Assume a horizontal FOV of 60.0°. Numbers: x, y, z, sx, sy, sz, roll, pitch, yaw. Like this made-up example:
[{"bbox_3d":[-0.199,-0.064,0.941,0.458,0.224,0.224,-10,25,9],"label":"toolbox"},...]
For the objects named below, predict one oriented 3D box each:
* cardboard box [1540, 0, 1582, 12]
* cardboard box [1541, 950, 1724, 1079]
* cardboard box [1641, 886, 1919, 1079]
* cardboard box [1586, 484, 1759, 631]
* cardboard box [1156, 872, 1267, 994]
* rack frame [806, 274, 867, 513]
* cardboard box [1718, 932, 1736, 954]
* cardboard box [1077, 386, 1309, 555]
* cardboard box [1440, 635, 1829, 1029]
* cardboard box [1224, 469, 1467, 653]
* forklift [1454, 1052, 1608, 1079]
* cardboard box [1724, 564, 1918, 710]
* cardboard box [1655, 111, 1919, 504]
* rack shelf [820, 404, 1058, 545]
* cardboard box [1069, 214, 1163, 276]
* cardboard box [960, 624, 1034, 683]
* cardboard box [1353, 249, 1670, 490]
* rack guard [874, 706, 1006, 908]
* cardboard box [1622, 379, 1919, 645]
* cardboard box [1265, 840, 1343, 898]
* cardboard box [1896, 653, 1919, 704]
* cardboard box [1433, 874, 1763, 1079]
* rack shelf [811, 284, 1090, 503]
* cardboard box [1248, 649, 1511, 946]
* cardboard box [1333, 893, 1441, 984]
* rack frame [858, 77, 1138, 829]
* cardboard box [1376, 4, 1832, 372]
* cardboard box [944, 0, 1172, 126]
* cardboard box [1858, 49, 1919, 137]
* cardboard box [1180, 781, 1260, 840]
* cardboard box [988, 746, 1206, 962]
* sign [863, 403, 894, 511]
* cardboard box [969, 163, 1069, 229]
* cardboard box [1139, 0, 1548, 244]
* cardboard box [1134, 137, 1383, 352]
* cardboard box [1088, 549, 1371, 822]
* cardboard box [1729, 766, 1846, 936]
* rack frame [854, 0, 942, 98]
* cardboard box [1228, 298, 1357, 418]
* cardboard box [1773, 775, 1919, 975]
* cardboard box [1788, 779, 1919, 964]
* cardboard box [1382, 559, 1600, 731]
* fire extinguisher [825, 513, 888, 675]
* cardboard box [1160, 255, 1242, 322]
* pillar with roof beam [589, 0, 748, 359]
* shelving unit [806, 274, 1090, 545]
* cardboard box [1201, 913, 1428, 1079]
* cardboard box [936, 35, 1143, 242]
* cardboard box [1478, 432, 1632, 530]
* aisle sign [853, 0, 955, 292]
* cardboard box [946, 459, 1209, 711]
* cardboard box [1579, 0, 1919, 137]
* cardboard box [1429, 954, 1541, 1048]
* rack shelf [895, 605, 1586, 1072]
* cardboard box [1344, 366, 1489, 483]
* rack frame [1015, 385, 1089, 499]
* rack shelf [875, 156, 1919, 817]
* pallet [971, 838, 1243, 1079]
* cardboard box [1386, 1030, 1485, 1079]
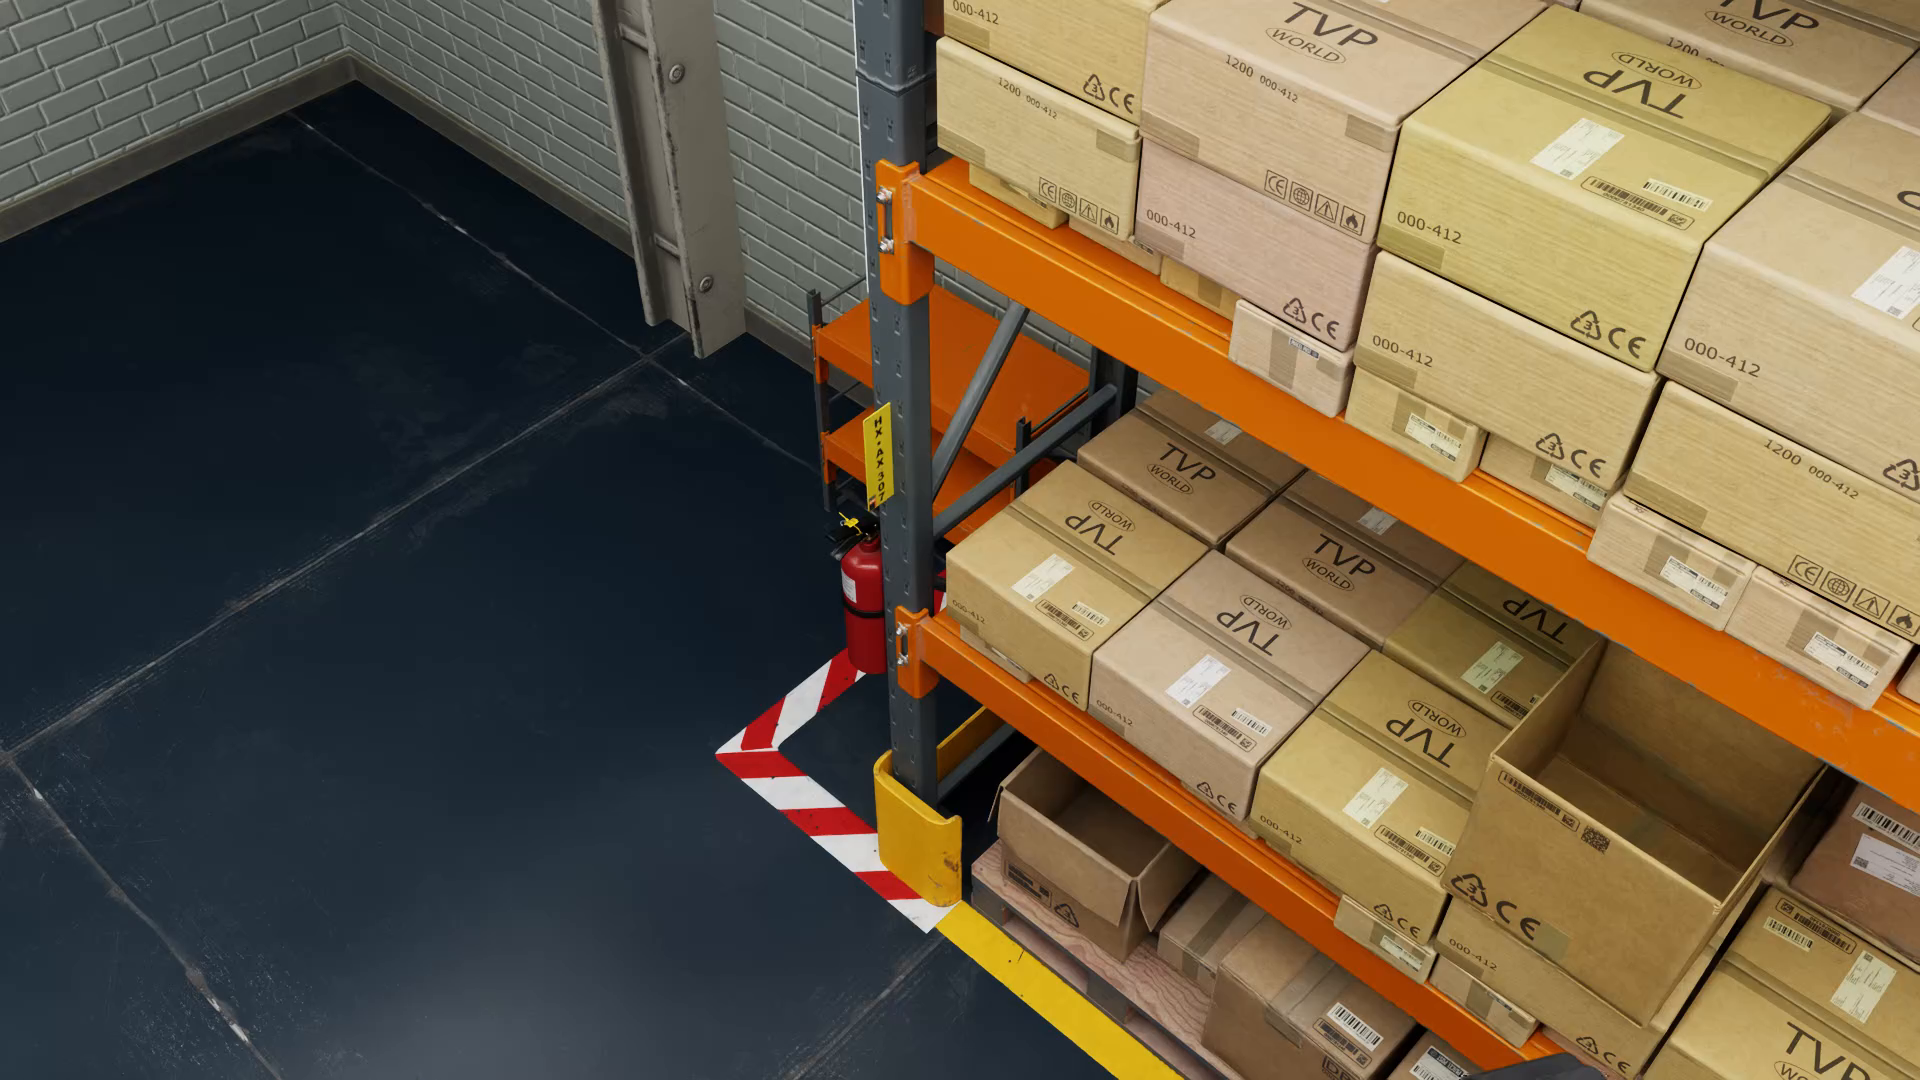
[{"bbox_3d":[1.059,-1.128,3.249,0.500,0.250,0.500,32,55,27],"label":"cardboard box"},{"bbox_3d":[1.573,1.062,3.868,0.250,0.149,0.380,34,55,28],"label":"cardboard box"},{"bbox_3d":[1.825,1.106,3.553,0.500,0.250,0.500,34,55,27],"label":"cardboard box"},{"bbox_3d":[1.298,-0.056,2.859,0.250,0.149,0.380,34,55,28],"label":"cardboard box"},{"bbox_3d":[0.832,1.209,5.225,0.250,0.149,0.380,32,54,26],"label":"cardboard box"},{"bbox_3d":[-0.380,-0.638,6.578,0.032,1.125,0.500,34,55,28],"label":"rack frame"},{"bbox_3d":[1.876,0.807,4.107,0.250,0.149,0.380,36,56,29],"label":"cardboard box"},{"bbox_3d":[0.679,-0.172,4.753,0.500,0.250,0.500,36,56,29],"label":"cardboard box"},{"bbox_3d":[1.414,0.596,3.517,0.500,0.500,0.500,35,56,28],"label":"cardboard box"},{"bbox_3d":[1.057,0.083,4.513,0.500,0.250,0.500,34,55,28],"label":"cardboard box"},{"bbox_3d":[0.906,2.228,2.647,1.130,2.935,3.031,-29,53,-24],"label":"forklift"},{"bbox_3d":[1.484,0.065,2.746,0.250,0.149,0.380,35,56,28],"label":"cardboard box"},{"bbox_3d":[1.437,-0.352,2.521,0.500,0.250,0.500,35,56,29],"label":"cardboard box"},{"bbox_3d":[-0.005,-0.220,6.520,1.000,0.278,0.538,34,55,28],"label":"rack shelf"},{"bbox_3d":[0.448,-0.750,3.511,0.250,0.149,0.380,35,56,28],"label":"cardboard box"},{"bbox_3d":[0.216,0.189,4.688,0.250,0.149,0.380,34,55,27],"label":"cardboard box"},{"bbox_3d":[1.057,-0.418,2.927,0.500,0.250,0.500,32,55,27],"label":"cardboard box"},{"bbox_3d":[0.217,0.686,5.763,0.348,0.500,1.175,34,55,28],"label":"rack guard"},{"bbox_3d":[1.453,-0.175,2.698,0.500,0.250,0.500,33,55,27],"label":"cardboard box"},{"bbox_3d":[0.995,0.687,4.220,0.250,0.149,0.380,35,56,28],"label":"cardboard box"},{"bbox_3d":[1.723,0.157,2.659,0.250,0.149,0.380,34,56,28],"label":"cardboard box"},{"bbox_3d":[1.447,0.851,3.793,0.500,0.250,0.500,33,55,27],"label":"cardboard box"},{"bbox_3d":[-0.005,-0.588,6.129,1.000,0.278,0.538,34,55,28],"label":"rack shelf"},{"bbox_3d":[1.057,0.609,4.019,0.500,0.250,0.500,33,55,27],"label":"cardboard box"},{"bbox_3d":[1.129,0.852,4.065,0.250,0.149,0.380,32,55,27],"label":"cardboard box"},{"bbox_3d":[0.161,-0.207,4.887,0.127,3.000,1.000,34,55,28],"label":"rack frame"},{"bbox_3d":[1.056,-0.599,2.753,0.500,0.250,0.500,33,55,27],"label":"cardboard box"},{"bbox_3d":[0.317,-1.101,3.225,0.500,0.250,0.500,33,55,27],"label":"cardboard box"},{"bbox_3d":[1.794,-0.617,2.770,0.500,0.250,0.500,34,55,28],"label":"cardboard box"},{"bbox_3d":[0.796,0.559,4.340,0.250,0.149,0.380,36,56,29],"label":"cardboard box"},{"bbox_3d":[0.546,0.857,5.312,0.637,0.503,0.797,32,54,26],"label":"cardboard box"},{"bbox_3d":[-0.207,-0.213,4.298,0.005,0.325,0.100,34,55,28],"label":"sign"},{"bbox_3d":[0.237,-0.866,3.620,0.250,0.149,0.380,35,56,28],"label":"cardboard box"},{"bbox_3d":[0.678,-0.840,2.979,0.500,0.250,0.500,34,55,27],"label":"cardboard box"},{"bbox_3d":[0.689,-0.678,3.170,0.500,0.250,0.500,35,56,28],"label":"cardboard box"},{"bbox_3d":[0.682,0.360,4.253,0.500,0.250,0.500,35,56,28],"label":"cardboard box"},{"bbox_3d":[1.802,0.589,4.038,0.500,0.250,0.500,34,55,28],"label":"cardboard box"},{"bbox_3d":[0.161,-2.260,2.700,0.127,3.000,1.000,34,55,28],"label":"rack frame"},{"bbox_3d":[0.738,-0.436,3.216,0.250,0.149,0.380,35,56,28],"label":"cardboard box"},{"bbox_3d":[2.168,0.830,3.812,0.500,0.250,0.500,35,56,28],"label":"cardboard box"},{"bbox_3d":[2.186,0.585,3.528,0.500,0.500,0.500,32,55,27],"label":"cardboard box"},{"bbox_3d":[1.418,0.331,4.281,0.500,0.250,0.500,36,56,29],"label":"cardboard box"},{"bbox_3d":[-0.261,0.122,4.887,0.183,0.674,0.296,34,55,28],"label":"fire extinguisher"},{"bbox_3d":[0.625,-0.614,3.384,0.250,0.149,0.380,34,56,28],"label":"cardboard box"},{"bbox_3d":[-4.129,-1.770,2.239,0.400,9.000,9.100,34,55,28],"label":"pillar with roof beam"},{"bbox_3d":[-0.005,-0.387,6.342,1.048,1.125,0.538,34,55,28],"label":"shelving unit"},{"bbox_3d":[1.148,1.302,4.897,0.700,0.500,0.500,-36,56,-29],"label":"cardboard box"},{"bbox_3d":[0.302,-0.918,3.396,0.500,0.250,0.500,33,55,27],"label":"cardboard box"},{"bbox_3d":[1.159,-0.221,3.014,0.250,0.149,0.380,33,55,27],"label":"cardboard box"},{"bbox_3d":[-0.088,-0.973,3.823,0.004,0.787,0.394,34,55,28],"label":"aisle sign"},{"bbox_3d":[0.312,0.111,4.487,0.500,0.250,0.500,34,56,28],"label":"cardboard box"},{"bbox_3d":[1.444,-0.878,3.015,0.500,0.250,0.500,34,56,28],"label":"cardboard box"},{"bbox_3d":[1.337,0.971,3.953,0.250,0.149,0.380,35,56,28],"label":"cardboard box"},{"bbox_3d":[1.631,1.028,4.221,4.000,0.370,1.077,34,55,28],"label":"rack shelf"},{"bbox_3d":[0.935,-0.310,3.098,0.250,0.149,0.380,34,55,28],"label":"cardboard box"},{"bbox_3d":[0.369,-0.137,6.107,0.032,1.125,0.500,34,55,28],"label":"rack frame"},{"bbox_3d":[1.631,0.001,3.127,4.000,0.370,1.077,34,55,28],"label":"rack shelf"},{"bbox_3d":[0.803,1.179,5.499,1.213,0.211,1.003,34,55,28],"label":"pallet"},{"bbox_3d":[1.469,1.617,4.601,0.500,0.500,0.500,35,56,28],"label":"cardboard box"}]
